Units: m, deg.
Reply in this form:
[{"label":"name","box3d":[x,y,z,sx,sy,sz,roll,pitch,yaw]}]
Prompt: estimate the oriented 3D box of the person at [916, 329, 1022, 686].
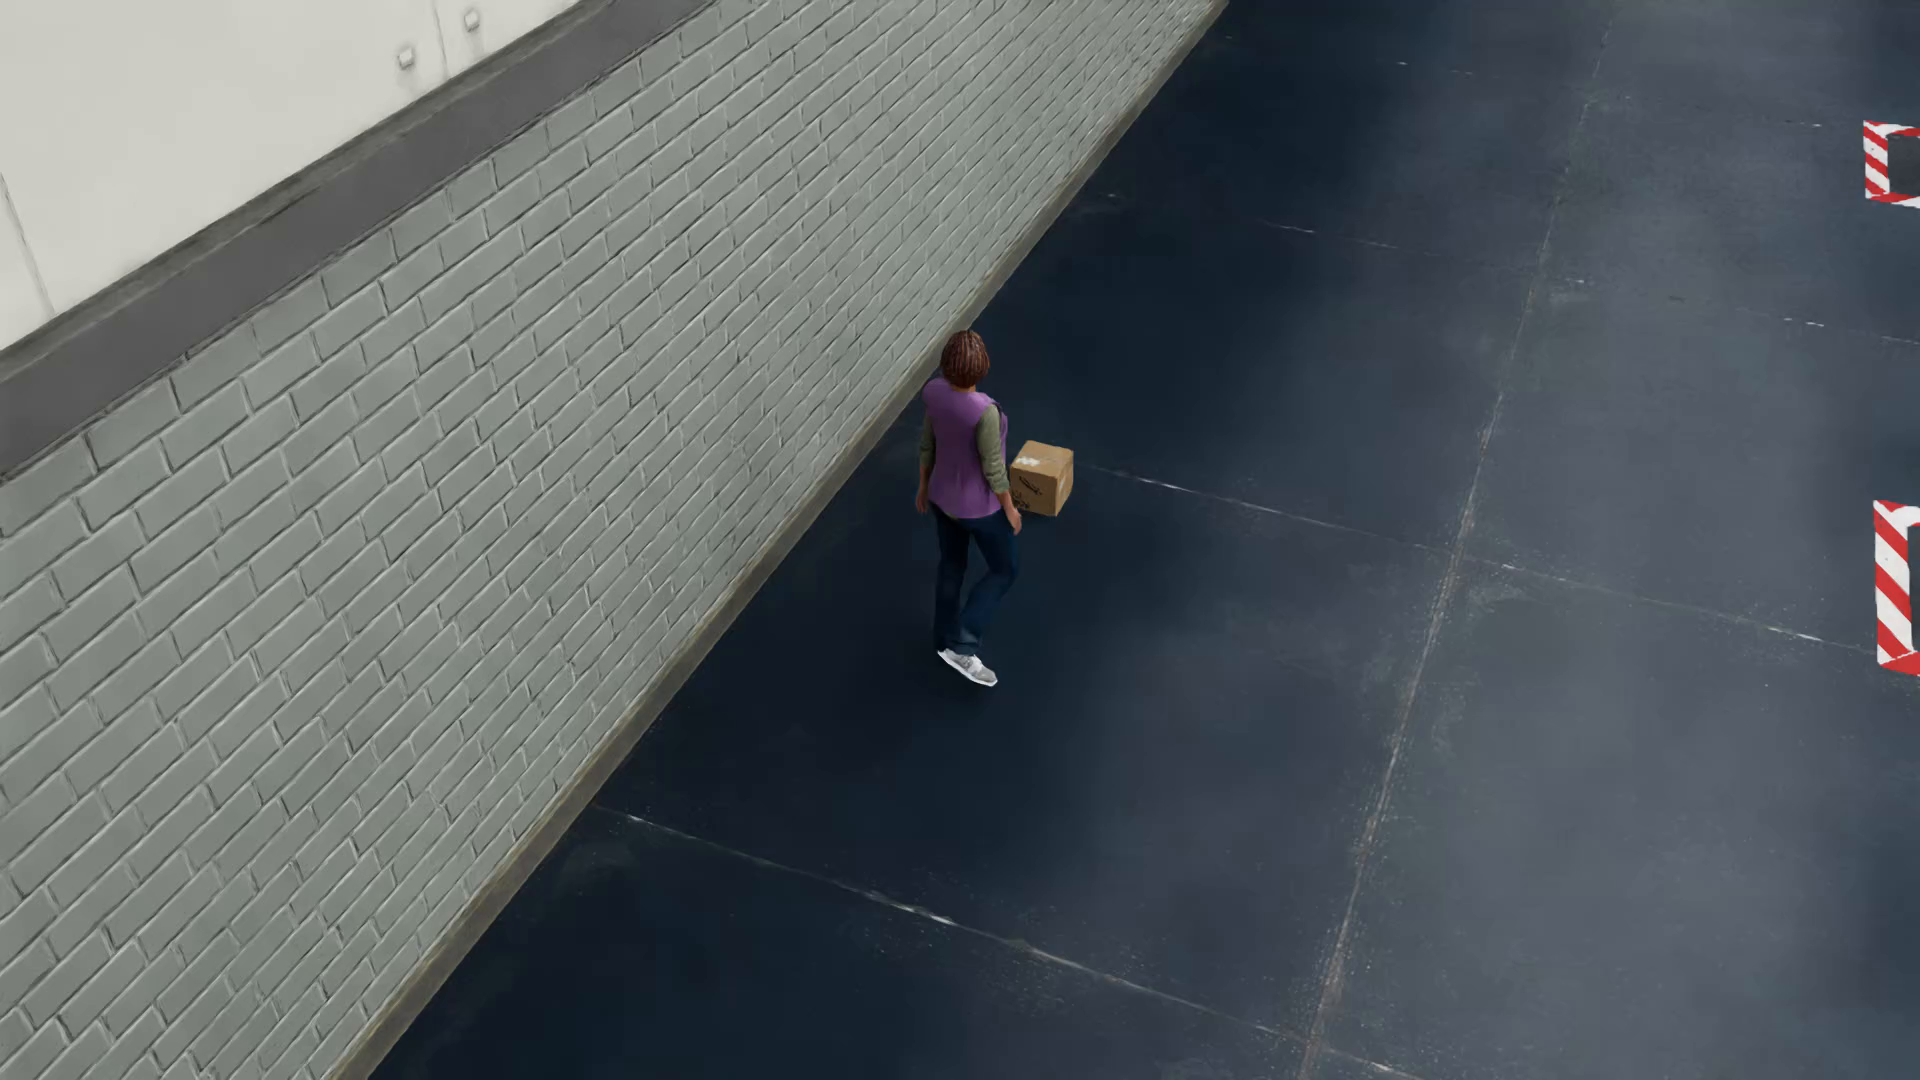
[{"label":"person","box3d":[0.031,-0.120,6.953,0.420,1.590,0.580,-29,47,-32]}]
